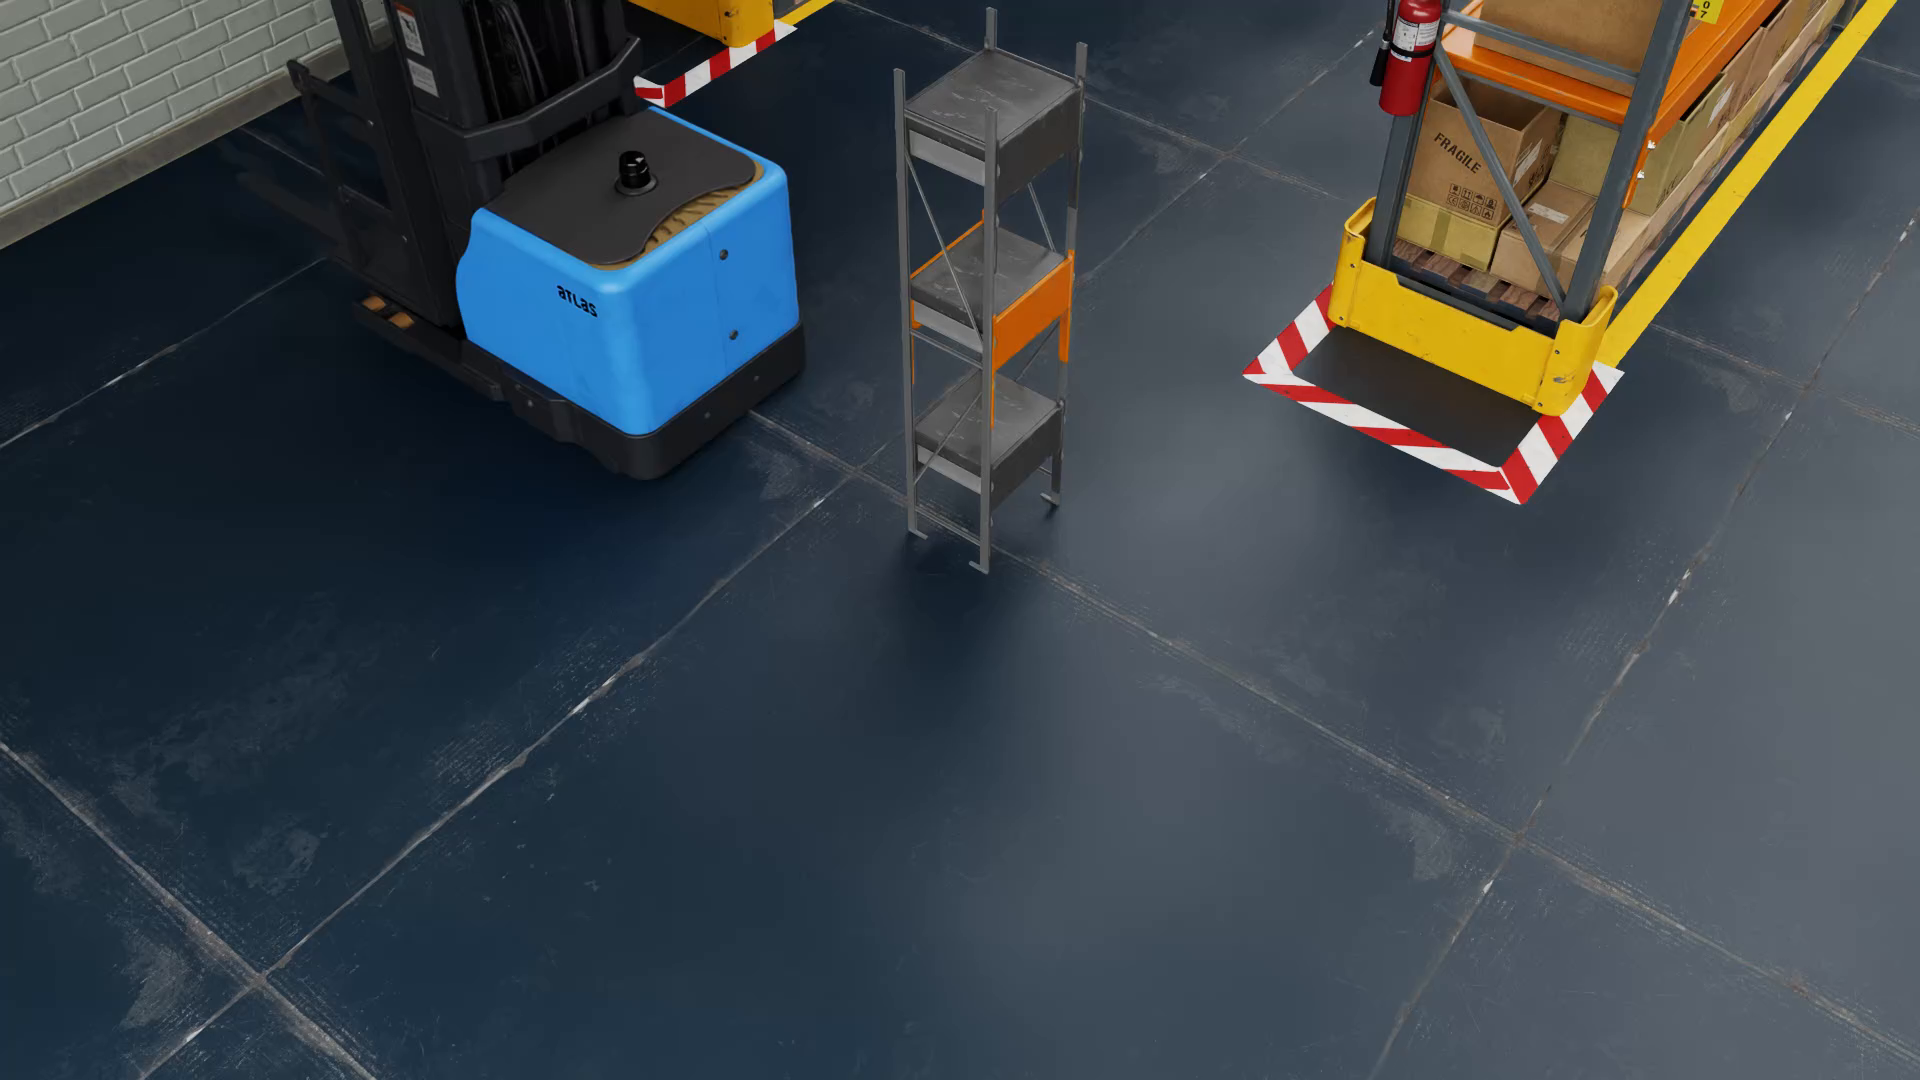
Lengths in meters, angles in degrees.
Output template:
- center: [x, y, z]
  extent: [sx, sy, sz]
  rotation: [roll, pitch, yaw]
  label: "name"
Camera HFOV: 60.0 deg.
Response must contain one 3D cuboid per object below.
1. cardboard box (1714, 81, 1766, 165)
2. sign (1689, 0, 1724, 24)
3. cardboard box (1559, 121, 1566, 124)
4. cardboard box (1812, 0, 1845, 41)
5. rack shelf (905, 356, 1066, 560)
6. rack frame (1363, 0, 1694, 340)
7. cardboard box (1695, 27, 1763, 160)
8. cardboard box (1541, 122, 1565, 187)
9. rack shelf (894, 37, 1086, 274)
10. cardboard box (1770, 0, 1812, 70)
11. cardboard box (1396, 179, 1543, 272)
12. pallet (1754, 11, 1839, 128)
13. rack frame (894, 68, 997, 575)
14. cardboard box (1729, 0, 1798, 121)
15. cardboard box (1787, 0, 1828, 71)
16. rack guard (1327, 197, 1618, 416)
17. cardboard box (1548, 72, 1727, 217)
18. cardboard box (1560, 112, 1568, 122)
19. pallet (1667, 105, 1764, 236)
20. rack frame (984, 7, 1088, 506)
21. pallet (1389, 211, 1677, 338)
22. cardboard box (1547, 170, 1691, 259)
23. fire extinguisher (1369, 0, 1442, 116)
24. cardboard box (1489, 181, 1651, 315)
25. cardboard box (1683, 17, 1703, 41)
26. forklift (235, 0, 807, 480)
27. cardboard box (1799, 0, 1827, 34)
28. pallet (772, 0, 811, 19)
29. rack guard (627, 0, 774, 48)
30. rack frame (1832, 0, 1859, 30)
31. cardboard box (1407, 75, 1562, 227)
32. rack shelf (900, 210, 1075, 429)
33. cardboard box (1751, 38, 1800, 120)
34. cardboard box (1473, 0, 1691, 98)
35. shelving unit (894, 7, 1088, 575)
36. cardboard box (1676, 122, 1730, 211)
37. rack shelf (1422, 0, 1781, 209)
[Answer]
- center: [3.689, -2.189, 8.378]
  extent: [0.500, 0.250, 0.500]
  rotation: [29, 53, 25]
  label: "cardboard box"
- center: [2.702, -2.005, 5.938]
  extent: [0.100, 0.325, 0.005]
  rotation: [29, 53, 25]
  label: "sign"
- center: [2.961, -2.139, 8.330]
  extent: [0.500, 0.250, 0.500]
  rotation: [29, 53, 25]
  label: "cardboard box"
- center: [4.601, -3.050, 9.200]
  extent: [0.500, 0.250, 0.500]
  rotation: [29, 53, 25]
  label: "cardboard box"
- center: [0.101, -0.327, 6.597]
  extent: [0.431, 0.518, 0.480]
  rotation: [29, 53, 25]
  label: "rack shelf"
- center: [2.266, -1.928, 6.517]
  extent: [1.000, 3.000, 0.127]
  rotation: [29, 53, 25]
  label: "rack frame"
- center: [3.370, -2.169, 7.840]
  extent: [0.500, 0.500, 0.500]
  rotation: [29, 53, 25]
  label: "cardboard box"
- center: [2.657, -1.852, 8.056]
  extent: [0.500, 0.250, 0.500]
  rotation: [29, 53, 25]
  label: "cardboard box"
- center: [0.101, -1.294, 5.585]
  extent: [0.431, 0.518, 0.480]
  rotation: [29, 53, 25]
  label: "rack shelf"
- center: [3.984, -2.740, 8.386]
  extent: [0.500, 0.500, 0.500]
  rotation: [29, 53, 25]
  label: "cardboard box"
- center: [2.361, -1.560, 7.777]
  extent: [0.500, 0.250, 0.500]
  rotation: [29, 53, 25]
  label: "cardboard box"
- center: [4.193, -2.817, 9.295]
  extent: [1.003, 0.211, 1.213]
  rotation: [29, 53, 25]
  label: "pallet"
- center: [-0.048, -0.680, 5.948]
  extent: [0.400, 2.100, 0.015]
  rotation: [29, 53, 25]
  label: "rack frame"
- center: [3.690, -2.448, 8.106]
  extent: [0.500, 0.500, 0.500]
  rotation: [29, 53, 25]
  label: "cardboard box"
- center: [4.288, -2.768, 8.931]
  extent: [0.500, 0.250, 0.500]
  rotation: [29, 53, 25]
  label: "cardboard box"
- center: [2.252, -1.051, 7.408]
  extent: [1.175, 0.500, 0.348]
  rotation: [29, 53, 25]
  label: "rack guard"
- center: [3.075, -1.877, 7.562]
  extent: [0.500, 0.500, 0.500]
  rotation: [29, 53, 25]
  label: "cardboard box"
- center: [2.959, -2.399, 8.060]
  extent: [0.500, 0.500, 0.500]
  rotation: [29, 53, 25]
  label: "cardboard box"
- center: [3.447, -2.116, 8.625]
  extent: [1.003, 0.211, 1.213]
  rotation: [29, 53, 25]
  label: "pallet"
- center: [0.250, -0.960, 6.215]
  extent: [0.400, 2.100, 0.015]
  rotation: [29, 53, 25]
  label: "rack frame"
- center: [2.701, -1.421, 7.961]
  extent: [1.003, 0.211, 1.213]
  rotation: [29, 53, 25]
  label: "pallet"
- center: [3.073, -1.619, 7.833]
  extent: [0.500, 0.250, 0.500]
  rotation: [29, 53, 25]
  label: "cardboard box"
- center: [1.827, -2.039, 6.677]
  extent: [0.296, 0.674, 0.183]
  rotation: [29, 53, 25]
  label: "fire extinguisher"
- center: [2.770, -1.331, 7.559]
  extent: [0.500, 0.250, 0.500]
  rotation: [29, 53, 25]
  label: "cardboard box"
- center: [2.879, -2.526, 7.020]
  extent: [0.700, 0.500, 0.500]
  rotation: [31, 53, 26]
  label: "cardboard box"
- center: [-2.157, -2.153, 6.780]
  extent: [3.031, 2.935, 1.130]
  rotation: [30, 53, 25]
  label: "forklift"
- center: [4.287, -3.028, 8.661]
  extent: [0.500, 0.500, 0.500]
  rotation: [29, 53, 25]
  label: "cardboard box"
- center: [-1.085, -3.645, 10.086]
  extent: [1.003, 0.211, 1.213]
  rotation: [29, 53, 25]
  label: "pallet"
- center: [-1.609, -3.296, 9.552]
  extent: [1.175, 0.500, 0.348]
  rotation: [29, 53, 25]
  label: "rack guard"
- center: [4.712, -4.217, 8.703]
  extent: [1.000, 3.000, 0.127]
  rotation: [29, 53, 25]
  label: "rack frame"
- center: [2.359, -1.820, 7.507]
  extent: [0.500, 0.500, 0.500]
  rotation: [29, 53, 25]
  label: "cardboard box"
- center: [0.101, -0.811, 6.091]
  extent: [0.431, 0.518, 0.480]
  rotation: [29, 53, 25]
  label: "rack shelf"
- center: [3.994, -2.475, 8.651]
  extent: [0.500, 0.250, 0.500]
  rotation: [29, 53, 25]
  label: "cardboard box"
- center: [2.562, -2.224, 6.731]
  extent: [0.700, 0.500, 0.500]
  rotation: [29, 53, 25]
  label: "cardboard box"
- center: [0.101, -0.820, 6.081]
  extent: [0.431, 2.100, 0.503]
  rotation: [29, 53, 25]
  label: "shelving unit"
- center: [3.379, -1.905, 8.107]
  extent: [0.500, 0.250, 0.500]
  rotation: [29, 53, 25]
  label: "cardboard box"
- center: [3.489, -2.824, 7.870]
  extent: [1.077, 0.370, 4.000]
  rotation: [29, 53, 25]
  label: "rack shelf"
